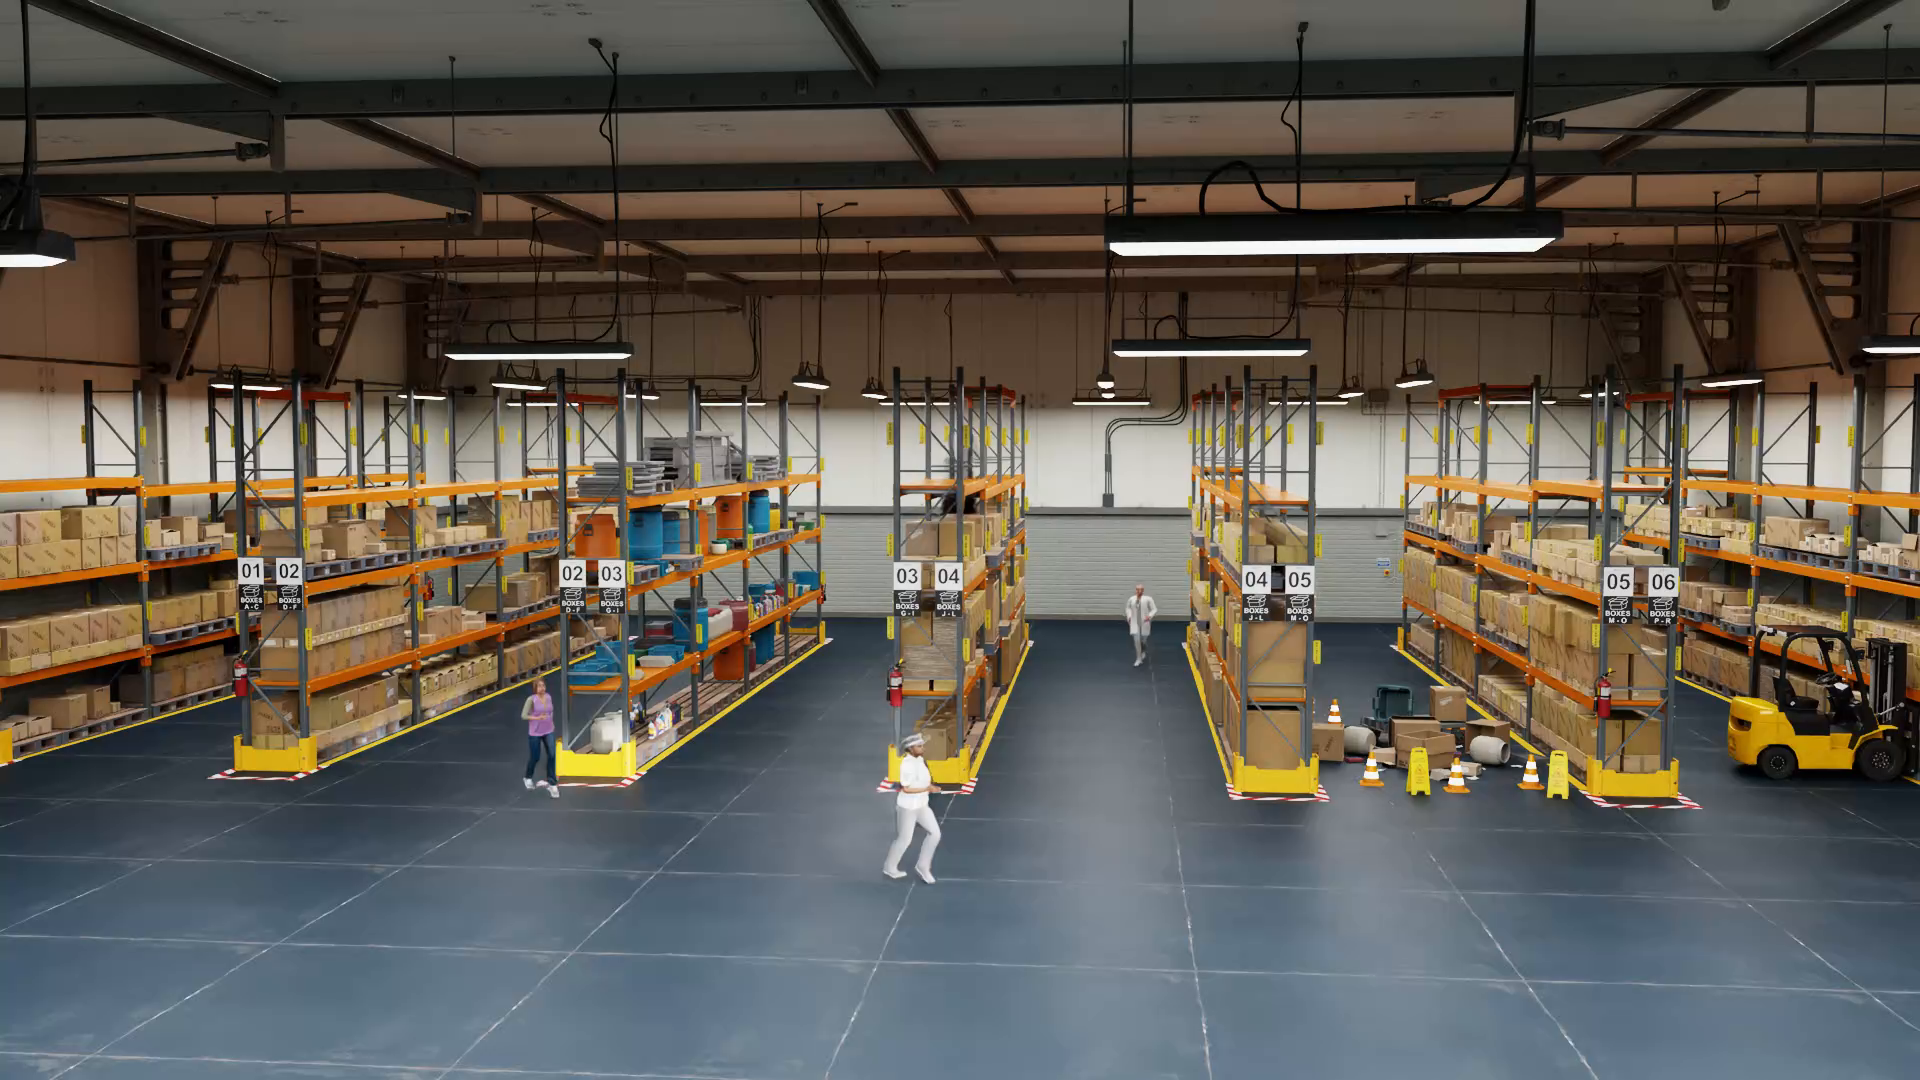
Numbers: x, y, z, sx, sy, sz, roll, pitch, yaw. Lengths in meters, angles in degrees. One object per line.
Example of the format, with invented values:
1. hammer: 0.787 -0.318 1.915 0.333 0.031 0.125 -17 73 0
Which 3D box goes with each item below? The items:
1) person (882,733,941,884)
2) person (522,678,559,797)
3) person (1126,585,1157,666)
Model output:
1. person: -0.507 3.010 18.625 0.765 1.733 0.523 2 4 31
2. person: -5.883 2.754 23.260 0.534 1.607 0.753 -3 5 -38
3. person: 3.971 1.901 36.572 0.706 1.695 0.760 1 4 16
